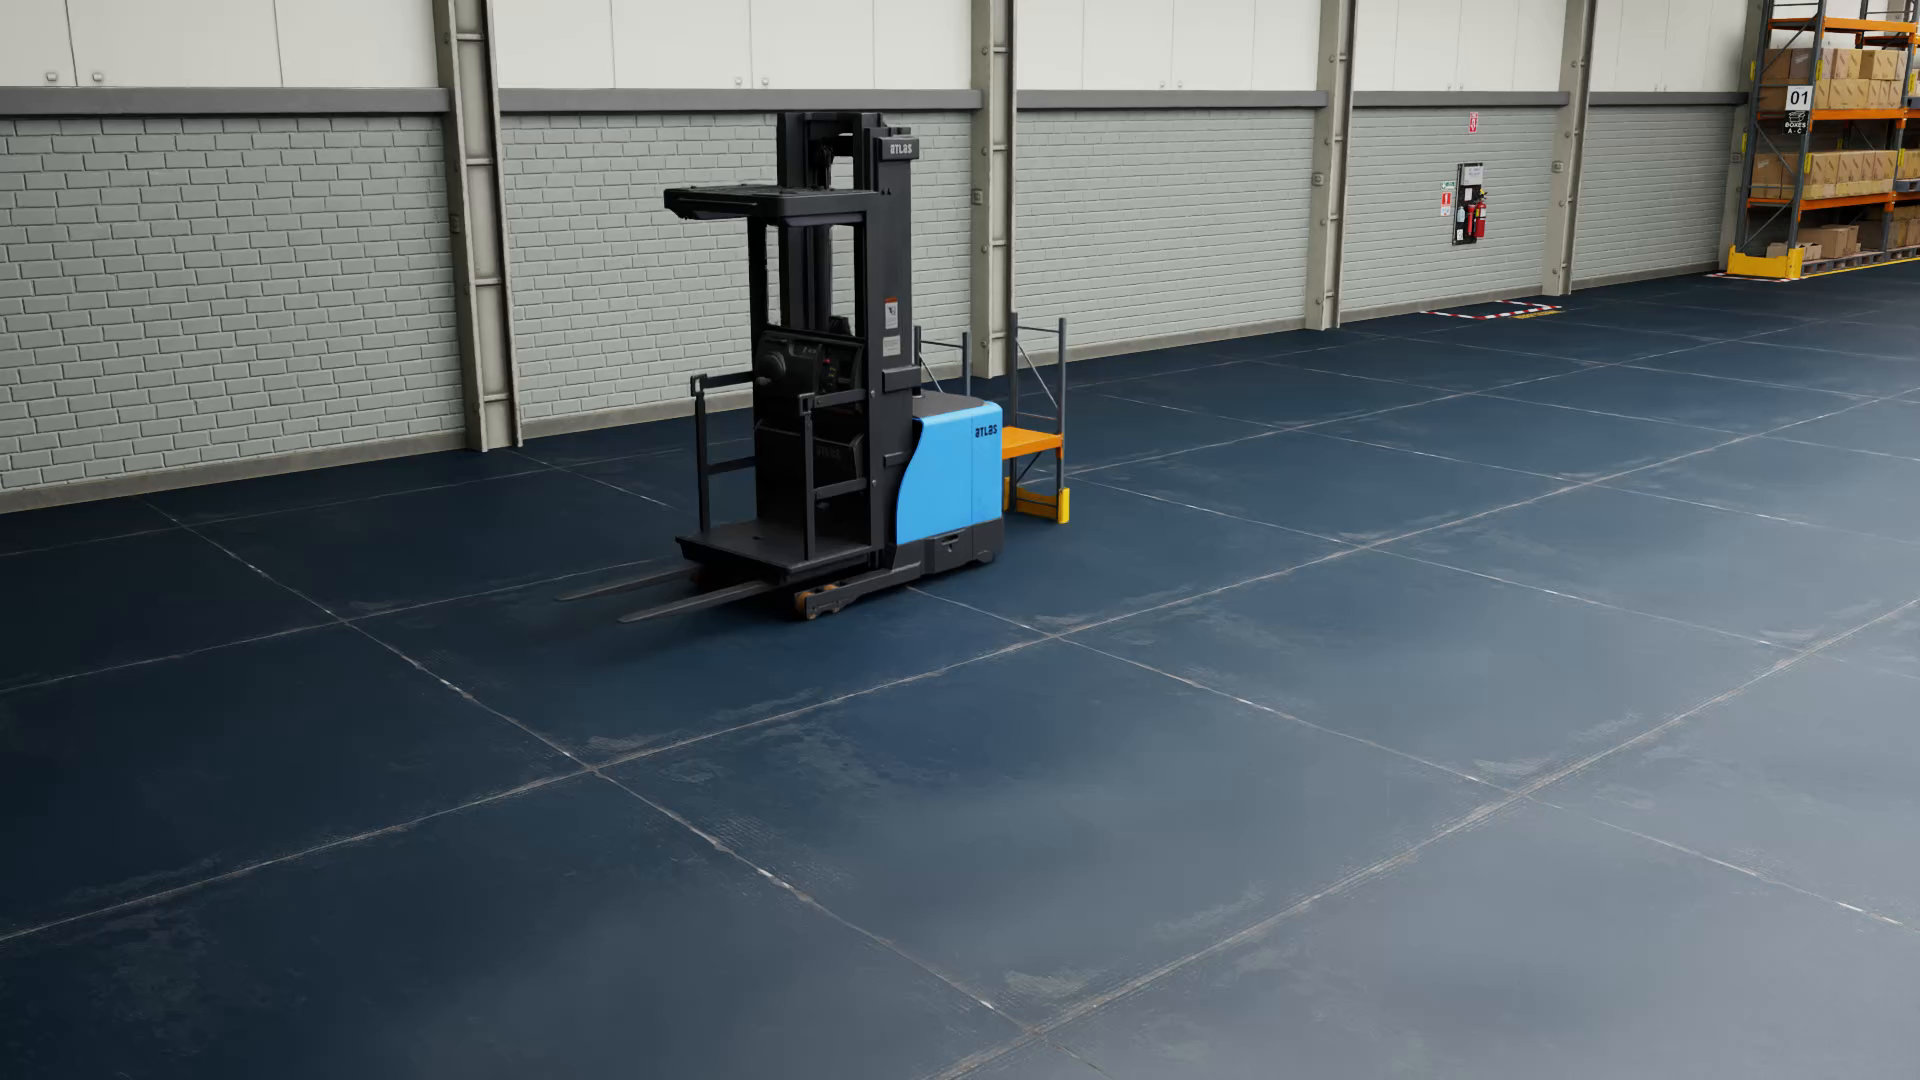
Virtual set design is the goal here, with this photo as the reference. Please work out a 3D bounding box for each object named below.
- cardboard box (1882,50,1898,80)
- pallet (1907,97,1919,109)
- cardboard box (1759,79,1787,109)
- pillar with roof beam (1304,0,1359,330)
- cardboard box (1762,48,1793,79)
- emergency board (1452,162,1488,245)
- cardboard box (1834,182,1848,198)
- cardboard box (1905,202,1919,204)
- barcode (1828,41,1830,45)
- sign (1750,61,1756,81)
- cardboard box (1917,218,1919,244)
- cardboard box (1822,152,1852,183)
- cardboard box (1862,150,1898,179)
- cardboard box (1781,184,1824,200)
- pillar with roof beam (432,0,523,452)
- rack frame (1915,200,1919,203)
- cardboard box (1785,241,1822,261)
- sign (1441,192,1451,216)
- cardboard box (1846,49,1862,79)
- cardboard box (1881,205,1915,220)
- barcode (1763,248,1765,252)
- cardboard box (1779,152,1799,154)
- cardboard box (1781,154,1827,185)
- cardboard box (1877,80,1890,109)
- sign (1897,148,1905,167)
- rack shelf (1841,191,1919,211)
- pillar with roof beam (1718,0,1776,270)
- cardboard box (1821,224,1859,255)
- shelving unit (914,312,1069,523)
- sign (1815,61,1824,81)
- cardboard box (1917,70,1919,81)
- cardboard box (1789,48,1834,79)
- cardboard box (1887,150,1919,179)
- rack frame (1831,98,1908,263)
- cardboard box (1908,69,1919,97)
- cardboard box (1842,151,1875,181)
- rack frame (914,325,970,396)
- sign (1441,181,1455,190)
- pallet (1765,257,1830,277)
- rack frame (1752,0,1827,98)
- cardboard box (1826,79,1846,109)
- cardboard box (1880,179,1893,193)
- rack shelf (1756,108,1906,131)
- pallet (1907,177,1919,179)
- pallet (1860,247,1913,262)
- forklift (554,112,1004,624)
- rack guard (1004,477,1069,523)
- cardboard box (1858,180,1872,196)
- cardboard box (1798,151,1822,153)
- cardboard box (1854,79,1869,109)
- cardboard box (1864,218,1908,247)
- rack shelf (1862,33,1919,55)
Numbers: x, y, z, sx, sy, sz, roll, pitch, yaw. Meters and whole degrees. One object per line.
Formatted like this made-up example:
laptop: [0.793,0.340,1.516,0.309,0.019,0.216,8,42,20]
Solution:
cardboard box: [16.391,-8.500,29.778,0.500,0.500,0.500,-11,19,-36]
pallet: [17.535,-8.185,31.133,1.003,0.211,1.213,-13,19,-39]
cardboard box: [14.131,-7.693,28.692,0.500,0.500,0.500,-11,18,-35]
pillar with roof beam: [7.716,-6.380,18.197,0.400,9.000,9.100,-13,19,-39]
cardboard box: [14.136,-8.180,28.577,0.500,0.500,0.500,-12,19,-37]
emergency board: [7.527,-4.925,24.375,0.643,1.169,0.194,-13,19,-39]
cardboard box: [15.329,-6.199,29.398,0.500,0.250,0.500,-13,20,-40]
cardboard box: [19.037,-6.571,33.077,0.500,0.250,0.500,-12,19,-38]
barcode: [15.669,-8.958,29.981,0.075,0.075,0.001,-13,19,-39]
sign: [13.633,-8.054,28.561,0.005,0.325,0.100,-13,19,-39]
cardboard box: [18.687,-6.139,32.912,0.500,0.500,0.700,-13,20,-40]
cardboard box: [15.313,-6.555,29.278,0.500,0.500,0.500,-13,20,-41]
cardboard box: [16.846,-6.902,30.577,0.500,0.500,0.500,-13,20,-39]
cardboard box: [14.559,-6.024,28.740,0.500,0.250,0.500,-13,20,-41]
pillar with roof beam: [-1.337,-4.347,10.587,0.400,9.000,9.100,-13,19,-39]
rack frame: [20.017,-7.421,33.719,0.127,3.000,1.000,-13,19,-39]
cardboard box: [14.993,-5.175,29.670,0.500,0.311,0.500,-11,18,-35]
sign: [7.042,-4.868,24.095,0.234,0.329,0.001,-13,19,-39]
cardboard box: [15.223,-8.238,28.795,0.500,0.500,0.500,-12,19,-38]
cardboard box: [18.264,-6.402,32.444,0.500,0.250,0.500,-13,20,-41]
barcode: [14.314,-5.164,29.610,0.075,0.075,0.001,-13,19,-39]
cardboard box: [14.584,-6.570,29.331,0.500,0.500,0.500,-12,19,-39]
cardboard box: [14.539,-6.387,28.649,0.500,0.500,0.500,-13,19,-39]
cardboard box: [16.391,-8.033,29.967,0.500,0.500,0.500,14,20,42]
sign: [17.362,-7.057,30.680,0.005,0.325,0.100,-13,19,-39]
rack shelf: [18.508,-6.734,32.543,4.000,0.370,1.077,-13,19,-39]
pillar with roof beam: [16.768,-8.413,25.808,0.400,9.000,9.100,-13,19,-39]
cardboard box: [16.243,-5.564,30.760,0.500,0.500,0.500,14,21,43]
shelving unit: [0.226,-0.811,11.880,0.587,1.500,1.083,14,20,41]
sign: [14.338,-7.831,27.750,0.005,0.325,0.100,-13,19,-39]
cardboard box: [18.395,-8.729,31.798,0.500,0.500,0.500,-14,20,-41]
cardboard box: [14.432,-8.074,28.181,0.500,0.500,0.500,14,21,43]
cardboard box: [17.832,-7.177,31.759,0.500,0.500,0.700,-10,18,-34]
rack frame: [17.000,-6.743,31.182,0.127,3.000,1.000,-13,19,-39]
cardboard box: [17.465,-8.521,31.016,0.500,0.500,0.500,-9,18,-32]
cardboard box: [16.086,-6.733,29.944,0.500,0.500,0.500,-13,20,-41]
rack frame: [-0.126,-0.713,11.515,0.500,1.500,0.032,14,20,41]
sign: [7.051,-5.124,24.023,0.331,0.109,0.001,-13,19,-39]
pallet: [14.675,-4.862,29.543,1.213,0.211,1.003,-13,19,-39]
rack frame: [13.982,-8.964,27.871,0.127,3.000,1.000,-13,19,-39]
cardboard box: [14.827,-7.665,28.587,0.500,0.500,0.500,-11,19,-36]
cardboard box: [16.841,-6.541,30.677,0.500,0.250,0.500,-13,19,-39]
rack shelf: [15.491,-7.506,29.619,4.000,0.370,1.077,-13,19,-39]
pallet: [18.551,-6.985,32.458,1.213,0.211,1.003,-13,19,-39]
pallet: [17.586,-5.528,32.037,1.213,0.211,1.003,-13,19,-39]
forklift: [-1.078,-1.089,10.146,1.130,2.935,3.031,14,20,41]
rack guard: [0.566,-0.301,12.394,0.587,0.250,0.087,14,20,41]
cardboard box: [16.091,-6.370,30.037,0.500,0.250,0.500,-13,20,-40]
cardboard box: [15.351,-6.743,29.981,0.500,0.500,0.500,-12,19,-39]
cardboard box: [15.606,-7.848,29.274,0.500,0.500,0.500,-11,19,-36]
cardboard box: [17.901,-5.973,32.291,0.500,0.500,0.700,-13,20,-40]
rack shelf: [18.508,-9.439,31.821,4.000,0.370,1.077,-13,19,-39]
